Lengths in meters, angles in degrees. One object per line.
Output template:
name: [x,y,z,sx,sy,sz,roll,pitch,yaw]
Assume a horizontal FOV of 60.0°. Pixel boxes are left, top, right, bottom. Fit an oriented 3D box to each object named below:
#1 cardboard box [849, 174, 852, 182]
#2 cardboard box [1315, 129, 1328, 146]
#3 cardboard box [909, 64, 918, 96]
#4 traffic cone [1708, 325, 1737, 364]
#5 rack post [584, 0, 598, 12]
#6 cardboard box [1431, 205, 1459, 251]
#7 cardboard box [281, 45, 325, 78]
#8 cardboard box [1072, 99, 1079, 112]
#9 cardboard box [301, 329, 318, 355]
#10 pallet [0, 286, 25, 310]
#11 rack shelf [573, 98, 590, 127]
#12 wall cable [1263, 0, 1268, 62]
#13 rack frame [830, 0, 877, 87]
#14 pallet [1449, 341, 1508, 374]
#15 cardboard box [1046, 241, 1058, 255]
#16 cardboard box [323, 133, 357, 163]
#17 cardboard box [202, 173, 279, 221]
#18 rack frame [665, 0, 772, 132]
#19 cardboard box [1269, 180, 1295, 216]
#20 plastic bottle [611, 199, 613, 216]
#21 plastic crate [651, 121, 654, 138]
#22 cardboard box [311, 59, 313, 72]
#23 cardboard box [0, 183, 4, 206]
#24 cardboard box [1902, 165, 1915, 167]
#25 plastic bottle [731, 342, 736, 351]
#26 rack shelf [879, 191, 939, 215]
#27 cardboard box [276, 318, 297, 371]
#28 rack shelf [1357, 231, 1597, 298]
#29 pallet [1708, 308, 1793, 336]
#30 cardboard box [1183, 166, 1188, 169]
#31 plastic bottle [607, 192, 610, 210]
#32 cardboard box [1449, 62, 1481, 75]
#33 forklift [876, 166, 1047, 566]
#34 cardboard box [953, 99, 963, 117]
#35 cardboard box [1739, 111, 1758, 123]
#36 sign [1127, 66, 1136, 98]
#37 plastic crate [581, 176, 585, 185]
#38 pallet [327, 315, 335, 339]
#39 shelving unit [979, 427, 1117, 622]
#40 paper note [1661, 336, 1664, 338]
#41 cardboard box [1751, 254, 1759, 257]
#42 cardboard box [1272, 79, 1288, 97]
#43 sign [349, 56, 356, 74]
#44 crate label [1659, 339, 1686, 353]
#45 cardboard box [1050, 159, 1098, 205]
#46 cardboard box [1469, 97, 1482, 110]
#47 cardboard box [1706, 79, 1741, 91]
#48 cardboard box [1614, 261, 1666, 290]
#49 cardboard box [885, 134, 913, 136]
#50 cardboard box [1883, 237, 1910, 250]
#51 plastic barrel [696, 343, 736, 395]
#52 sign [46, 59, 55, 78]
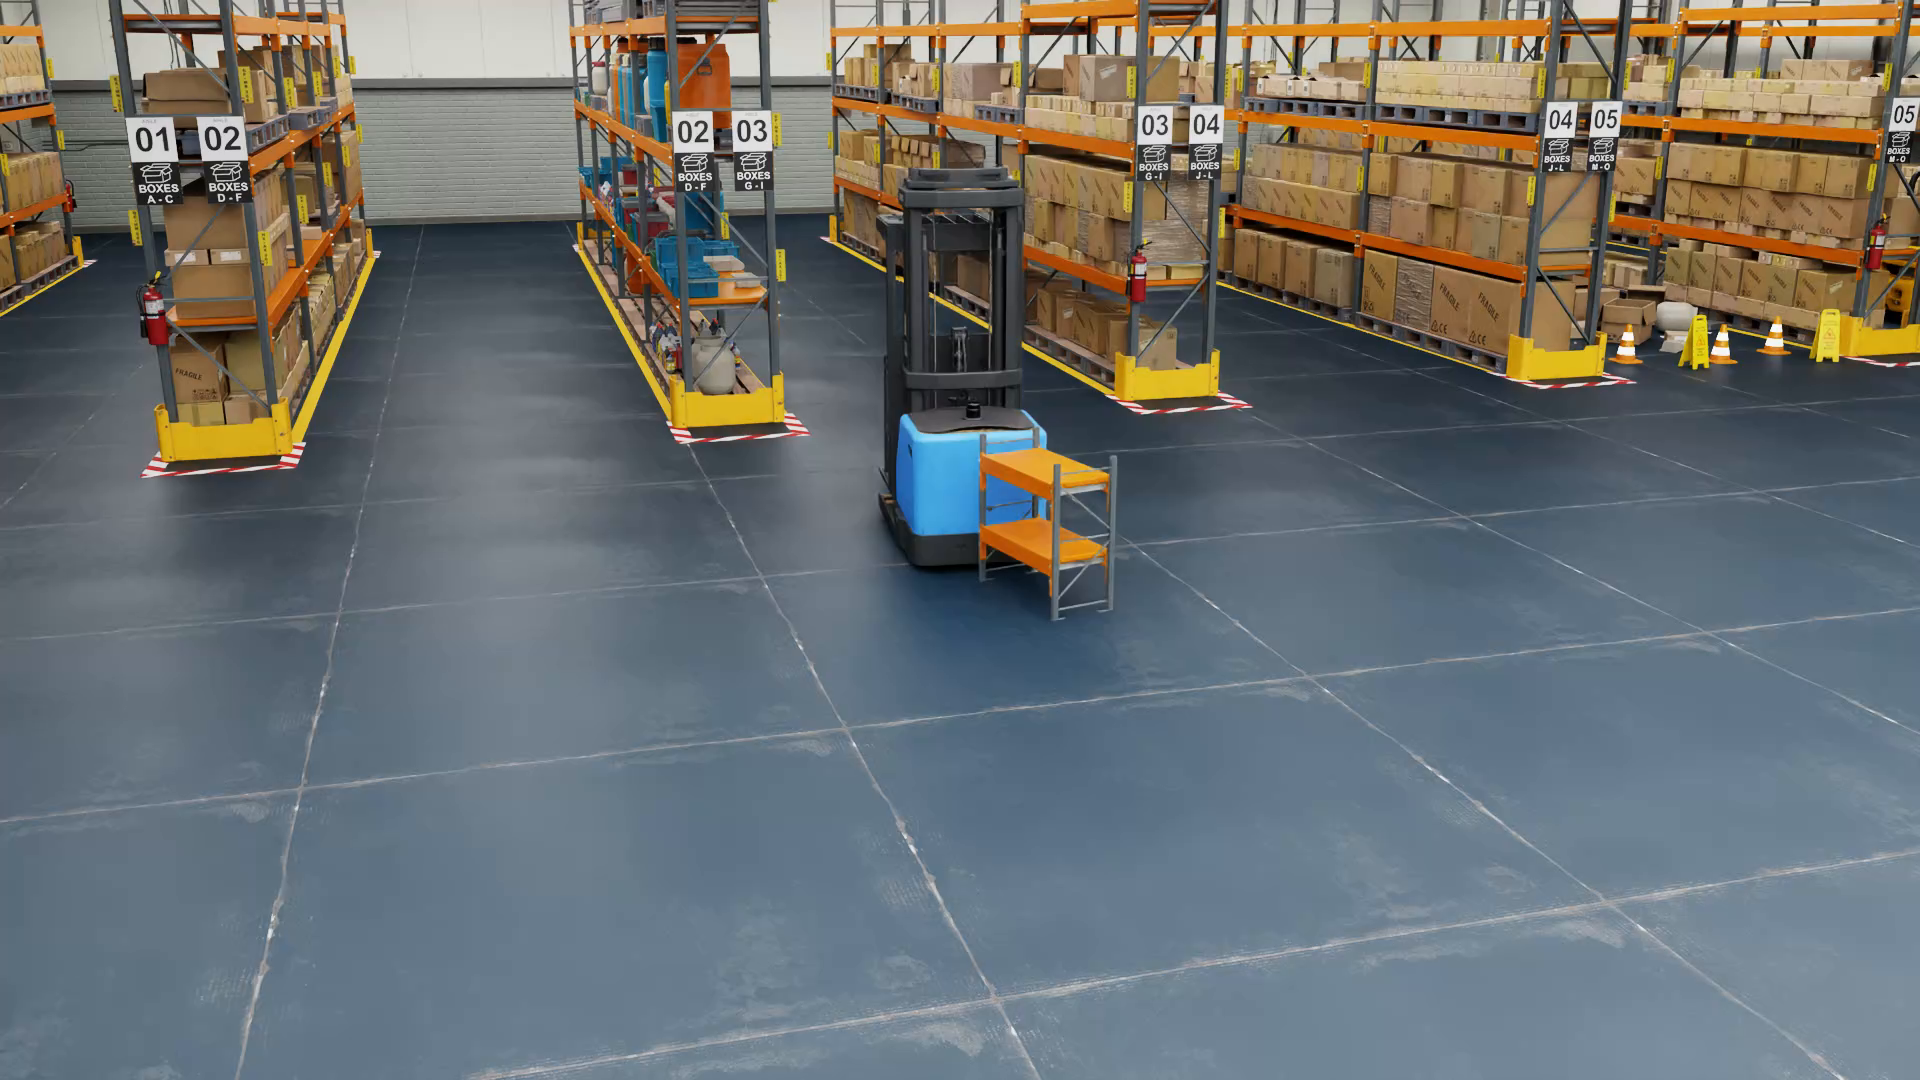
cardboard box: [-1.891,-6.892,31.617,0.380,0.149,0.250,-5,17,-16]
cardboard box: [7.657,-8.362,34.166,0.500,0.500,0.500,-5,17,-16]
cardboard box: [-0.410,-7.529,27.180,0.797,0.503,0.637,-5,17,-16]
traffic cone: [9.566,-2.470,20.869,0.336,0.463,0.334,-5,17,-15]
rack post: [-5.489,-8.595,26.555,0.937,0.300,0.954,-5,17,-16]
cardboard box: [6.631,-4.060,21.492,0.875,0.550,0.500,-5,17,-15]
cardboard box: [-10.624,-7.698,26.739,0.700,0.500,0.500,-5,17,-15]
cardboard box: [1.562,-5.188,19.862,0.380,0.149,0.250,-4,17,-14]
cardboard box: [-8.128,-2.406,20.296,0.500,0.250,0.500,-5,17,-17]
pallet: [-14.931,-3.667,25.294,1.003,0.211,1.213,-5,17,-15]
rack shelf: [-6.240,-7.639,29.705,1.077,0.370,4.000,-5,17,-15]
wall cable: [6.391,-12.758,40.283,2.355,3.000,0.029,-5,17,-15]
rack frame: [-2.027,-10.365,32.315,1.000,3.000,0.127,-5,17,-15]
pallet: [6.872,-2.310,20.774,1.003,0.211,1.213,-5,17,-15]
cardboard box: [1.299,-3.691,20.962,0.380,0.149,0.250,-5,17,-15]
cardboard box: [-10.880,-6.852,29.138,0.500,0.500,0.500,-4,17,-14]
cardboard box: [-7.987,-3.798,18.451,0.700,0.500,0.500,-5,17,-15]
rack frame: [-2.392,-5.548,16.278,1.000,3.000,0.127,-5,17,-15]
cardboard box: [5.113,-5.265,25.593,0.500,0.500,0.500,-5,17,-15]
plastic bottle: [-5.297,-5.109,25.469,0.097,0.271,0.097,0,17,0]
plastic crate: [-3.320,-4.658,18.899,0.336,0.188,0.450,-5,17,-15]
cardboard box: [-10.386,-7.191,25.887,0.600,0.600,0.600,-6,18,-20]
cardboard box: [-14.846,-5.303,25.165,0.500,0.500,0.500,-5,17,-16]
cardboard box: [15.158,-5.927,26.667,0.380,0.149,0.250,-5,17,-15]
plastic bottle: [-2.636,-2.174,19.434,0.061,0.283,0.133,-4,17,-14]
rack shelf: [-0.378,-5.488,27.757,1.077,0.370,4.000,-5,17,-15]
cardboard box: [-7.499,-2.108,18.003,0.500,0.500,0.500,-5,17,-15]
rack shelf: [6.617,-3.639,21.602,1.077,0.370,4.000,-5,17,-15]
pallet: [11.357,-3.099,23.403,1.003,0.211,1.213,-5,17,-15]
cardboard box: [4.038,-6.324,28.479,0.380,0.149,0.250,-4,17,-14]
plastic bottle: [-5.514,-5.314,26.131,0.061,0.283,0.133,-5,17,-15]
cardboard box: [6.329,-5.866,20.698,0.380,0.149,0.250,-5,17,-15]
forklift: [-0.085,-1.588,13.643,1.130,2.935,3.031,-3,17,-9]
cardboard box: [0.197,-6.351,24.429,0.500,0.250,0.500,-4,17,-14]
cardboard box: [10.919,-5.803,22.779,0.380,0.149,0.250,-5,17,-16]
sign: [1.831,-4.888,17.758,0.100,0.325,0.005,-5,17,-15]
plastic crate: [-6.843,-6.625,30.648,0.250,0.136,0.298,-5,17,-15]
pallet: [-9.166,-2.930,22.841,1.003,0.211,1.213,-5,17,-15]
shelving unit: [0.612,-0.136,11.948,0.538,1.125,1.048,-9,19,-28]
paper note: [9.636,-2.773,22.650,0.148,0.019,0.142,1,17,4]
cardboard box: [11.503,-3.775,23.552,0.500,0.500,0.500,-4,17,-12]
cardboard box: [5.093,-6.901,25.354,0.500,0.250,0.500,-4,17,-14]
sign: [-11.014,-8.608,30.143,0.100,0.325,0.005,-5,17,-15]
crate label: [9.290,-2.526,21.624,0.298,0.136,0.250,16,23,42]
cardboard box: [1.426,-4.420,20.525,0.500,0.500,0.500,-5,17,-15]
cardboard box: [6.470,-5.342,20.342,0.380,0.149,0.250,-5,17,-16]
cardboard box: [10.735,-6.398,23.373,0.380,0.149,0.250,-5,18,-17]
cardboard box: [10.653,-4.043,25.537,0.950,0.372,0.625,-4,17,-15]
cardboard box: [-1.089,-7.248,30.808,0.500,0.500,0.500,-5,18,-17]
cardboard box: [12.004,-3.839,21.457,0.380,0.149,0.250,-5,17,-15]
plastic barrel: [-2.647,-1.860,18.025,0.421,0.512,0.421,0,17,0]
sign: [-15.789,-8.179,28.850,0.100,0.325,0.005,-5,17,-15]
